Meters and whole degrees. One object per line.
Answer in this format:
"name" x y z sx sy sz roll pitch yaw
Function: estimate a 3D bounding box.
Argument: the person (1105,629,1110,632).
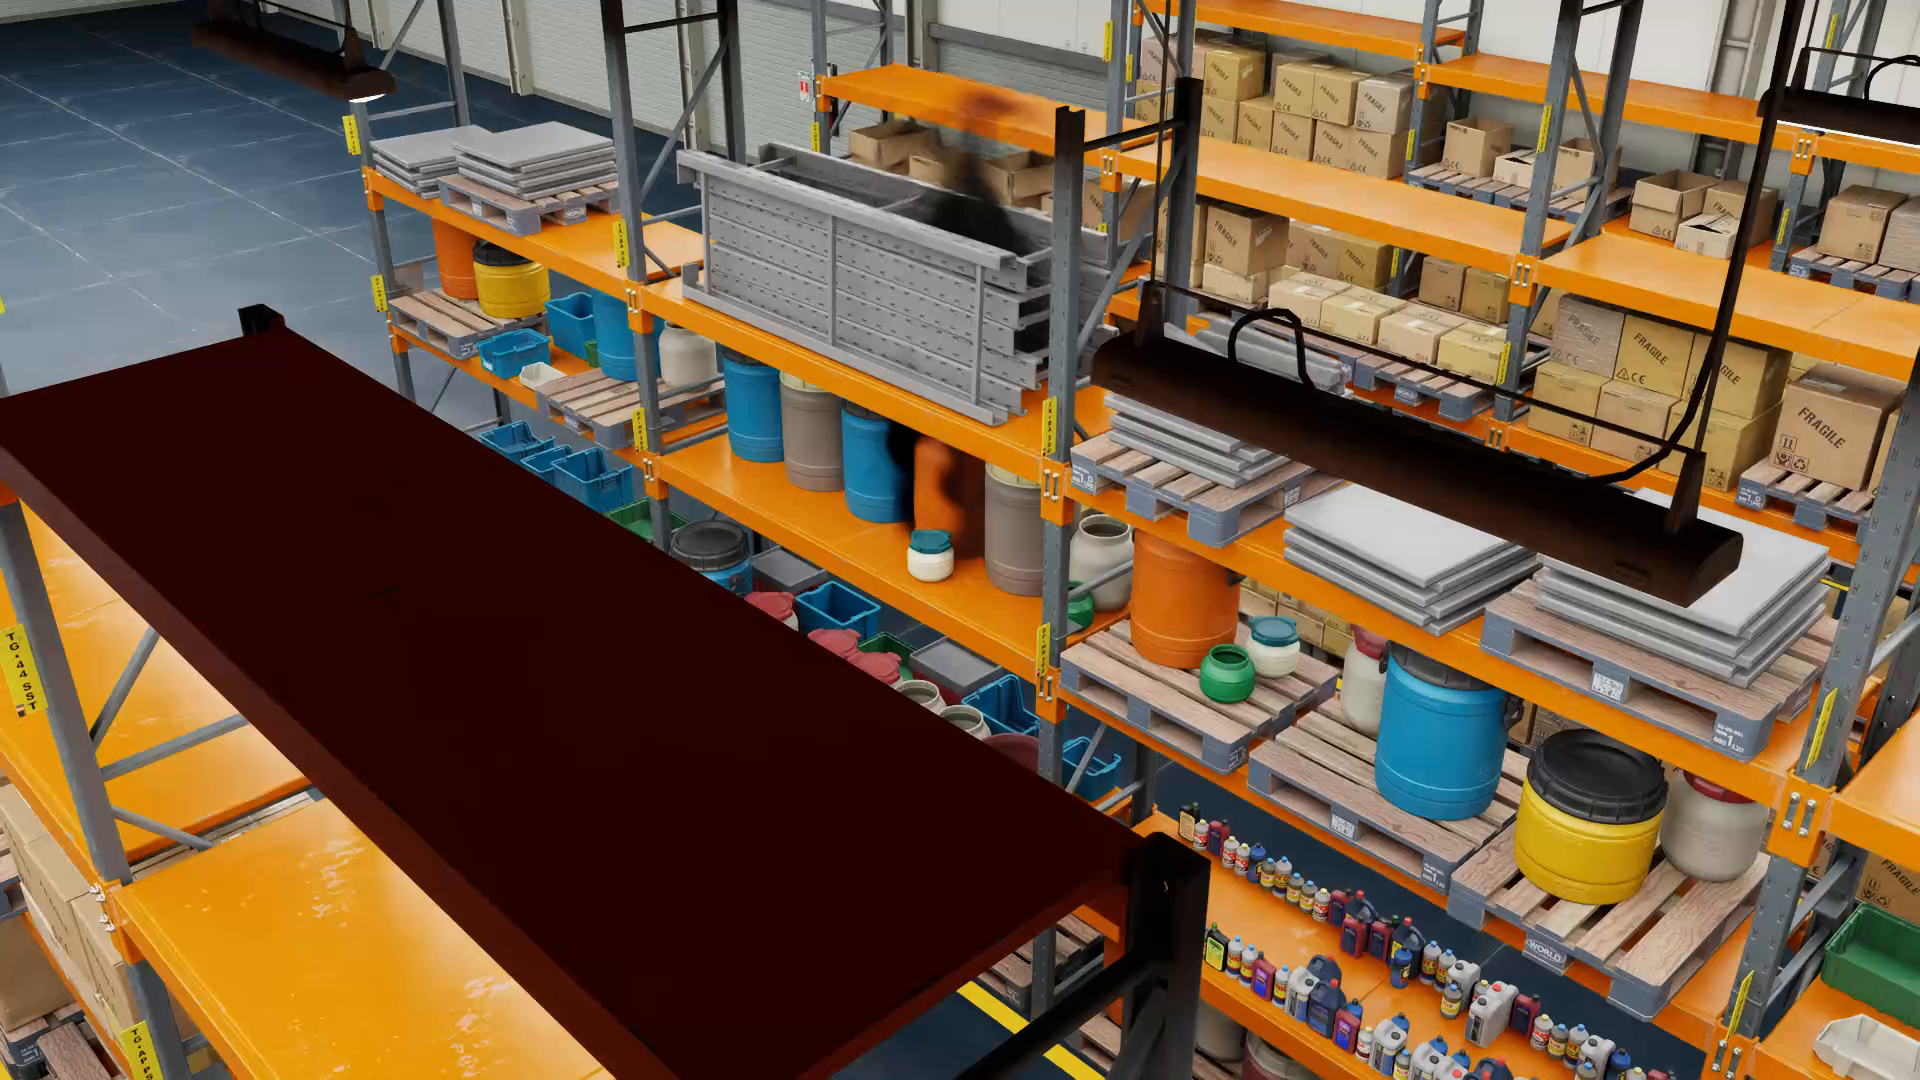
"person" 1.325 0.657 13.886 0.734 1.708 0.616 18 33 30
